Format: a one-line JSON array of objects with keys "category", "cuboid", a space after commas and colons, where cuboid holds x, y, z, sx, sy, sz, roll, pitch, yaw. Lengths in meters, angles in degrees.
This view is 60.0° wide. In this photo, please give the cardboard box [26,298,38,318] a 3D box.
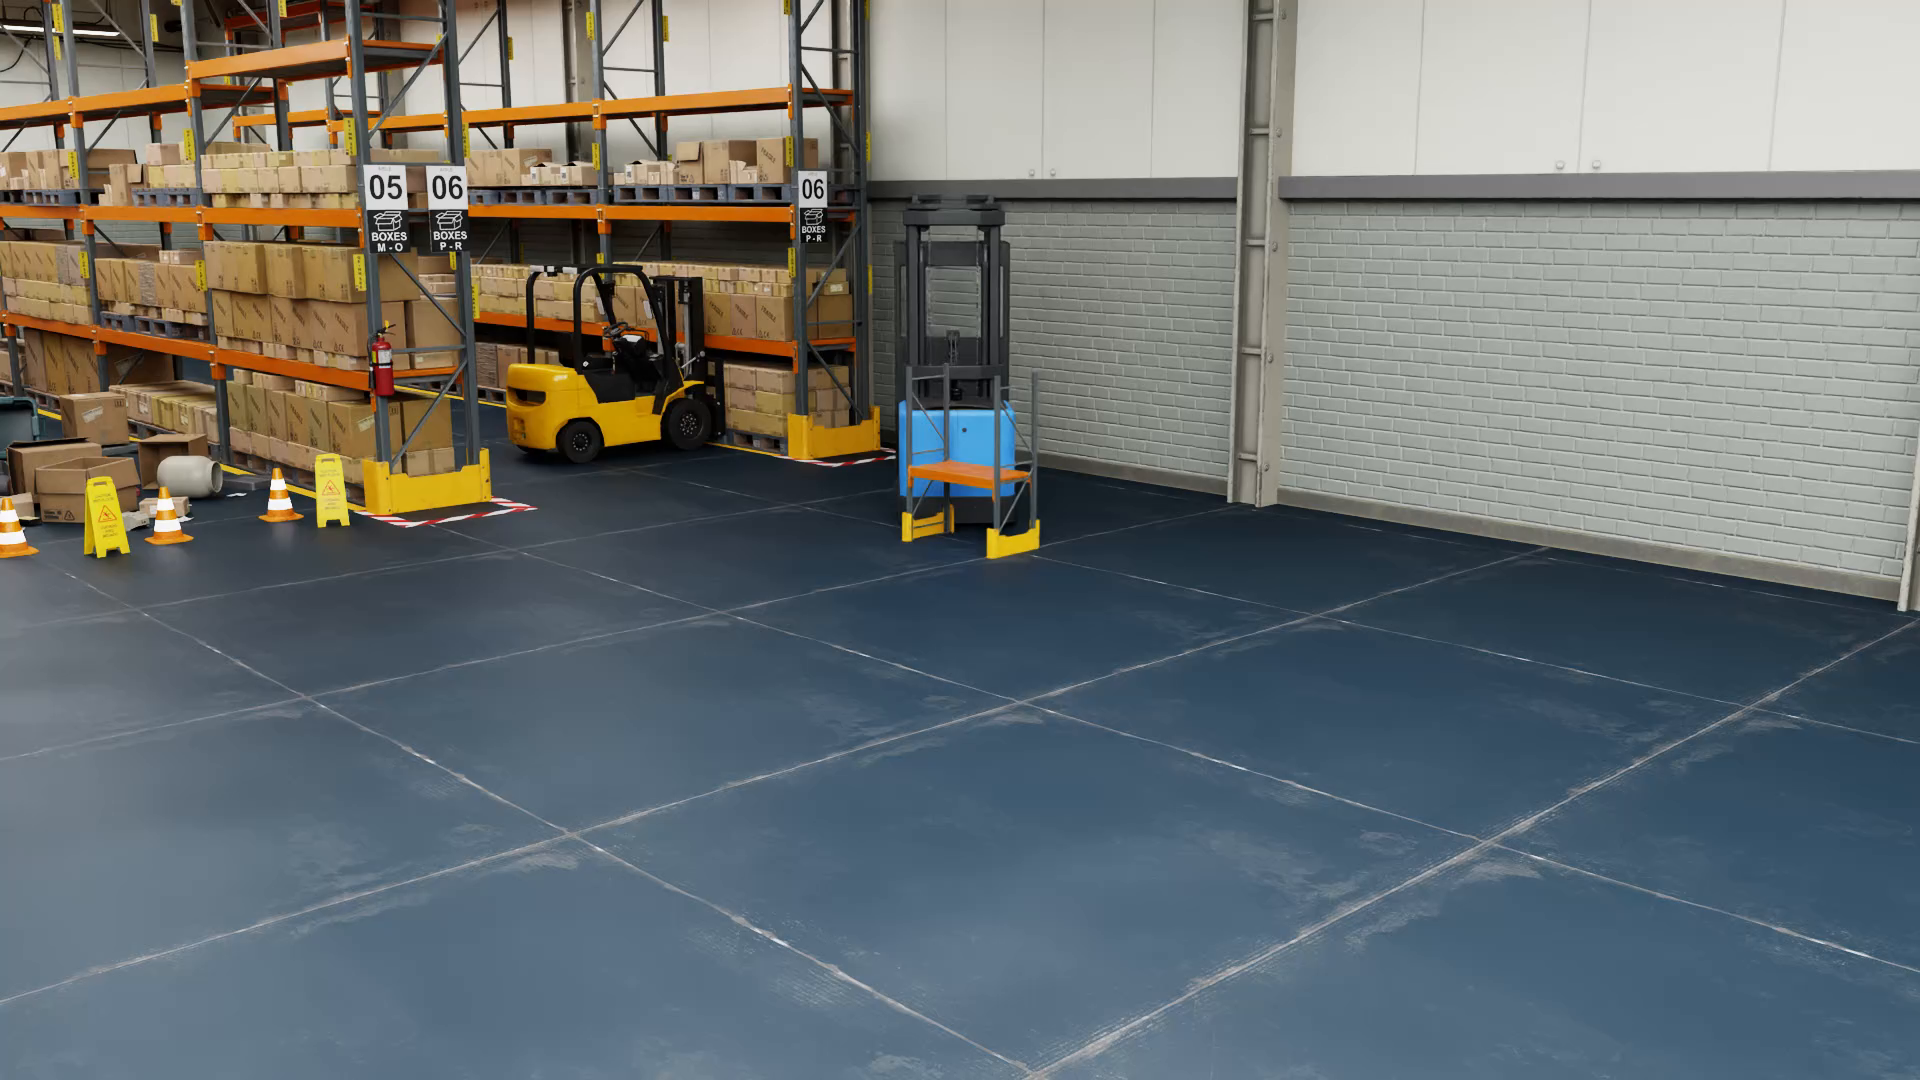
[{"category": "cardboard box", "cuboid": [-12.528, -3.214, 22.951, 0.500, 0.250, 0.500, -11, 16, -43]}]

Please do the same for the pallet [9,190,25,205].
[{"category": "pallet", "cuboid": [-12.673, -4.790, 23.266, 1.217, 0.209, 0.805, 11, 16, 43]}]

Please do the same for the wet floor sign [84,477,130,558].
[{"category": "wet floor sign", "cuboid": [-7.113, -0.204, 13.802, 0.232, 0.644, 0.267, 8, 14, 35]}]

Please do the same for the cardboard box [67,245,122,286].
[{"category": "cardboard box", "cuboid": [-11.126, -3.535, 21.410, 0.500, 0.500, 0.500, 11, 16, 44]}]

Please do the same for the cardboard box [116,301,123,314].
[{"category": "cardboard box", "cuboid": [-10.163, -2.874, 20.511, 0.250, 0.149, 0.380, 10, 16, 41]}]

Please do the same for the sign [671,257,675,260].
[{"category": "sign", "cuboid": [-3.829, -3.606, 22.140, 0.100, 0.325, 0.005, -11, 16, -43]}]

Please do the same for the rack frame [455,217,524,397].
[{"category": "rack frame", "cuboid": [-6.992, -3.650, 24.692, 1.000, 3.000, 0.127, -11, 16, -43]}]

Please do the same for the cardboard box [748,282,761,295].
[{"category": "cardboard box", "cuboid": [-2.242, -2.940, 19.392, 0.380, 0.149, 0.250, -11, 16, -42]}]

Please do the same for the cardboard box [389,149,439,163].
[{"category": "cardboard box", "cuboid": [-5.152, -3.607, 15.697, 0.380, 0.149, 0.250, -11, 16, -43]}]

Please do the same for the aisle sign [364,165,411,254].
[{"category": "aisle sign", "cuboid": [-5.222, -3.014, 15.163, 0.394, 0.787, 0.004, -11, 16, -43]}]

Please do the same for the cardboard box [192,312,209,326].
[{"category": "cardboard box", "cuboid": [-8.372, -2.493, 18.659, 0.380, 0.149, 0.250, -11, 16, -42]}]

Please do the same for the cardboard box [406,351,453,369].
[{"category": "cardboard box", "cuboid": [-5.139, -1.745, 16.071, 0.380, 0.149, 0.250, -11, 16, -42]}]

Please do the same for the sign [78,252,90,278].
[{"category": "sign", "cuboid": [-10.978, -3.447, 20.837, 0.100, 0.325, 0.005, -11, 16, -43]}]

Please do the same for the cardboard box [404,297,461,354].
[{"category": "cardboard box", "cuboid": [-5.181, -2.092, 16.148, 0.500, 0.500, 0.500, -11, 16, -43]}]

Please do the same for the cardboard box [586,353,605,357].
[{"category": "cardboard box", "cuboid": [-4.598, -2.183, 22.418, 0.875, 0.625, 0.625, -10, 15, -40]}]

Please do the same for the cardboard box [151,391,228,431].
[{"category": "cardboard box", "cuboid": [-9.161, -1.574, 20.089, 0.950, 0.372, 0.625, -10, 15, -41]}]

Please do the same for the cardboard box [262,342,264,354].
[{"category": "cardboard box", "cuboid": [-7.062, -2.020, 17.406, 0.380, 0.149, 0.250, -11, 16, -43]}]

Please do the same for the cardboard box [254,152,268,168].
[{"category": "cardboard box", "cuboid": [-6.896, -3.836, 16.811, 0.380, 0.149, 0.250, -11, 16, -43]}]

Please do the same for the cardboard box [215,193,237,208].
[{"category": "cardboard box", "cuboid": [-7.640, -3.594, 17.609, 0.380, 0.149, 0.250, -11, 16, -42]}]

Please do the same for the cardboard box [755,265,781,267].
[{"category": "cardboard box", "cuboid": [-2.254, -3.226, 20.043, 0.380, 0.149, 0.250, -10, 15, -41]}]

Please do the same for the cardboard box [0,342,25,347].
[{"category": "cardboard box", "cuboid": [-14.938, -2.861, 26.173, 0.875, 0.438, 0.875, -10, 16, -41]}]

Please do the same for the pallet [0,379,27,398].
[{"category": "pallet", "cuboid": [-13.810, -2.297, 25.038, 1.003, 0.211, 1.213, -11, 16, -43]}]

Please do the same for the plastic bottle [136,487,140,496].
[{"category": "plastic bottle", "cuboid": [-8.282, -0.485, 16.612, 0.133, 0.061, 0.283, -8, 14, -33]}]

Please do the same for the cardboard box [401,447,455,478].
[{"category": "cardboard box", "cuboid": [-5.412, -0.805, 16.658, 0.500, 0.250, 0.500, -11, 16, -43]}]

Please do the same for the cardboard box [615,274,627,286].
[{"category": "cardboard box", "cuboid": [-4.200, -3.349, 21.379, 0.380, 0.149, 0.250, -11, 16, -43]}]

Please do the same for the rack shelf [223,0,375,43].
[{"category": "rack shelf", "cuboid": [-11.135, -8.739, 28.074, 1.077, 0.370, 4.000, -11, 16, -43]}]

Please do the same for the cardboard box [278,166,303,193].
[{"category": "cardboard box", "cuboid": [-6.311, -3.517, 16.249, 0.500, 0.250, 0.500, -10, 16, -41]}]

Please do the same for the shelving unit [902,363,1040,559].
[{"category": "shelving unit", "cuboid": [0.086, -0.692, 14.056, 1.083, 1.500, 0.587, 11, 16, 43]}]

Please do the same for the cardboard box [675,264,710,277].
[{"category": "cardboard box", "cuboid": [-3.277, -3.313, 20.467, 0.380, 0.149, 0.250, -11, 16, -43]}]

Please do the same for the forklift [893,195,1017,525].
[{"category": "forklift", "cuboid": [-0.087, -1.818, 15.972, 1.130, 2.935, 3.031, -1, 12, -3]}]

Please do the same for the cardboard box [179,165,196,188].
[{"category": "cardboard box", "cuboid": [-8.325, -4.040, 18.484, 0.500, 0.250, 0.500, -11, 16, -44]}]

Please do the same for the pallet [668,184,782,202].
[{"category": "pallet", "cuboid": [-2.783, -4.193, 20.114, 1.003, 0.211, 1.213, -11, 16, -43]}]

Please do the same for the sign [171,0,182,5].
[{"category": "sign", "cuboid": [-8.214, -5.769, 17.403, 0.100, 0.325, 0.005, -11, 16, -43]}]

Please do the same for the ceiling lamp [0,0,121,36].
[{"category": "ceiling lamp", "cuboid": [-16.051, -10.681, 29.489, 2.000, 3.185, 0.800, -11, 16, -43]}]

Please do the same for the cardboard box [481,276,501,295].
[{"category": "cardboard box", "cuboid": [-6.517, -3.649, 23.822, 0.500, 0.250, 0.500, -10, 15, -41]}]

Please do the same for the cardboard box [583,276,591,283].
[{"category": "cardboard box", "cuboid": [-4.817, -3.487, 22.045, 0.380, 0.149, 0.250, -11, 16, -43]}]

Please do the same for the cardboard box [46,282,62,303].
[{"category": "cardboard box", "cuboid": [-11.823, -3.310, 22.177, 0.500, 0.250, 0.500, 11, 16, 44]}]

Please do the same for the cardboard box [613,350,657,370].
[{"category": "cardboard box", "cuboid": [-4.122, -2.300, 21.438, 0.500, 0.250, 0.500, -11, 16, -43]}]

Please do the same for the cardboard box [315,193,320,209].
[{"category": "cardboard box", "cuboid": [-5.984, -3.270, 16.041, 0.380, 0.149, 0.250, -11, 16, -42]}]

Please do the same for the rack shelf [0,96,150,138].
[{"category": "rack shelf", "cuboid": [-11.960, -5.639, 22.256, 1.077, 0.370, 4.000, -11, 16, -43]}]

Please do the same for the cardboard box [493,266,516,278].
[{"category": "cardboard box", "cuboid": [-6.414, -3.820, 23.662, 0.380, 0.149, 0.250, -11, 16, -42]}]

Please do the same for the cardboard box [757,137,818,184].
[{"category": "cardboard box", "cuboid": [-1.949, -4.285, 18.808, 0.500, 0.500, 0.500, -10, 15, -41]}]

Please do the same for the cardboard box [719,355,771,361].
[{"category": "cardboard box", "cuboid": [-2.696, -2.150, 20.708, 0.500, 0.250, 0.500, -11, 16, -44]}]

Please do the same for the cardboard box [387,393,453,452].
[{"category": "cardboard box", "cuboid": [-5.428, -1.176, 16.599, 0.500, 0.500, 0.500, 11, 16, 43]}]

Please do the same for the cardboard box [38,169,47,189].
[{"category": "cardboard box", "cuboid": [-11.783, -4.719, 21.739, 0.258, 0.266, 0.396, 11, 16, 44]}]

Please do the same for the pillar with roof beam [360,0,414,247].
[{"category": "pillar with roof beam", "cuboid": [-12.697, -6.799, 25.111, 9.100, 9.000, 0.548, -11, 16, -43]}]

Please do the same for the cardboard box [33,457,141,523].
[{"category": "cardboard box", "cuboid": [-8.099, -0.471, 15.449, 0.637, 0.503, 0.797, 1, 12, 6]}]

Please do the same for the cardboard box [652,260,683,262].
[{"category": "cardboard box", "cuboid": [-3.790, -3.574, 21.731, 0.380, 0.149, 0.250, -11, 16, -42]}]

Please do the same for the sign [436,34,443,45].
[{"category": "sign", "cuboid": [-7.378, -7.007, 23.610, 0.100, 0.325, 0.005, -11, 16, -43]}]

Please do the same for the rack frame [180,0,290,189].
[{"category": "rack frame", "cuboid": [-7.817, -5.312, 17.893, 1.000, 3.000, 0.127, -11, 16, -43]}]

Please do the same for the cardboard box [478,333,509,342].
[{"category": "cardboard box", "cuboid": [-7.127, -3.068, 25.417, 0.380, 0.149, 0.250, -10, 15, -40]}]
